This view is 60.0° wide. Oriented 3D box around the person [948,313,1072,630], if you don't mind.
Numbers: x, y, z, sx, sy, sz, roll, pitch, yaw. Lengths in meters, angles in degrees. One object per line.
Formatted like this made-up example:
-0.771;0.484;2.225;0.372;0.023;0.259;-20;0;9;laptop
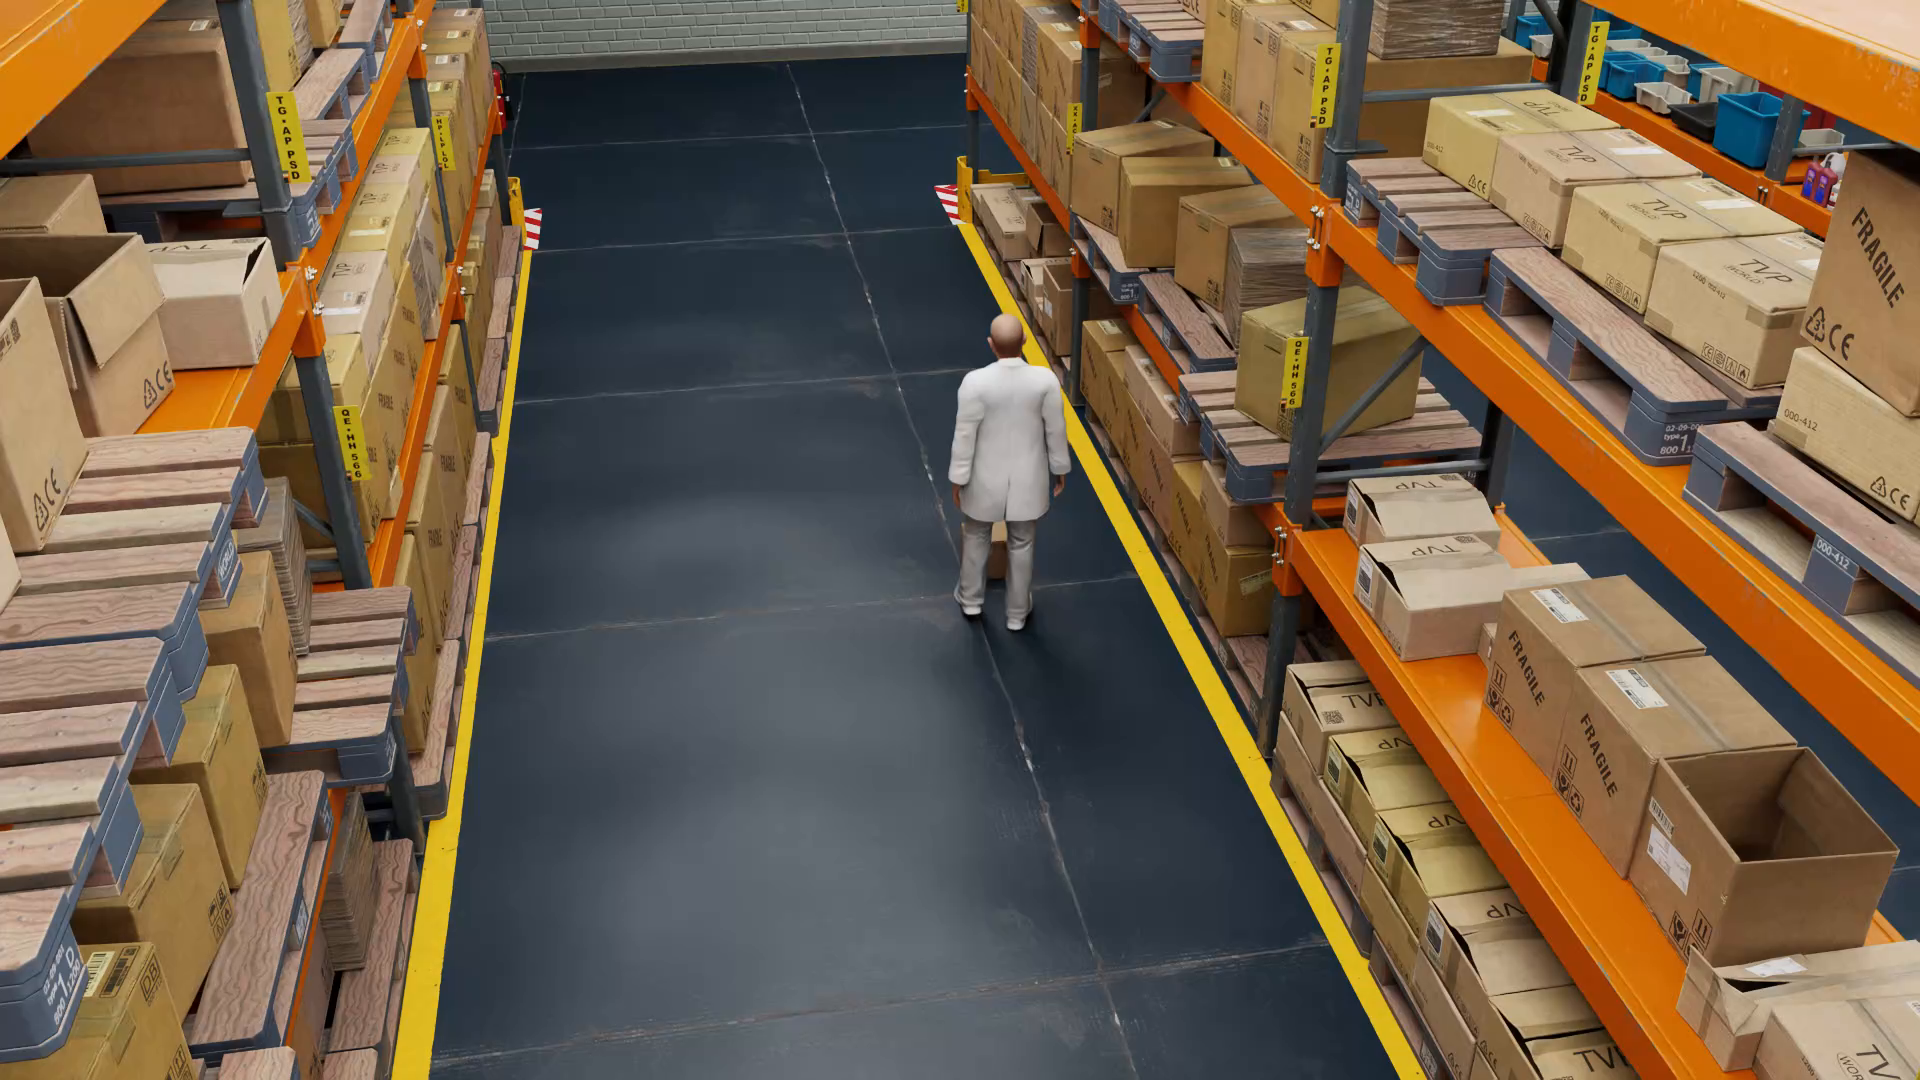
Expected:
0.252;-0.387;8.810;0.656;1.800;0.524;-2;30;-4;person
